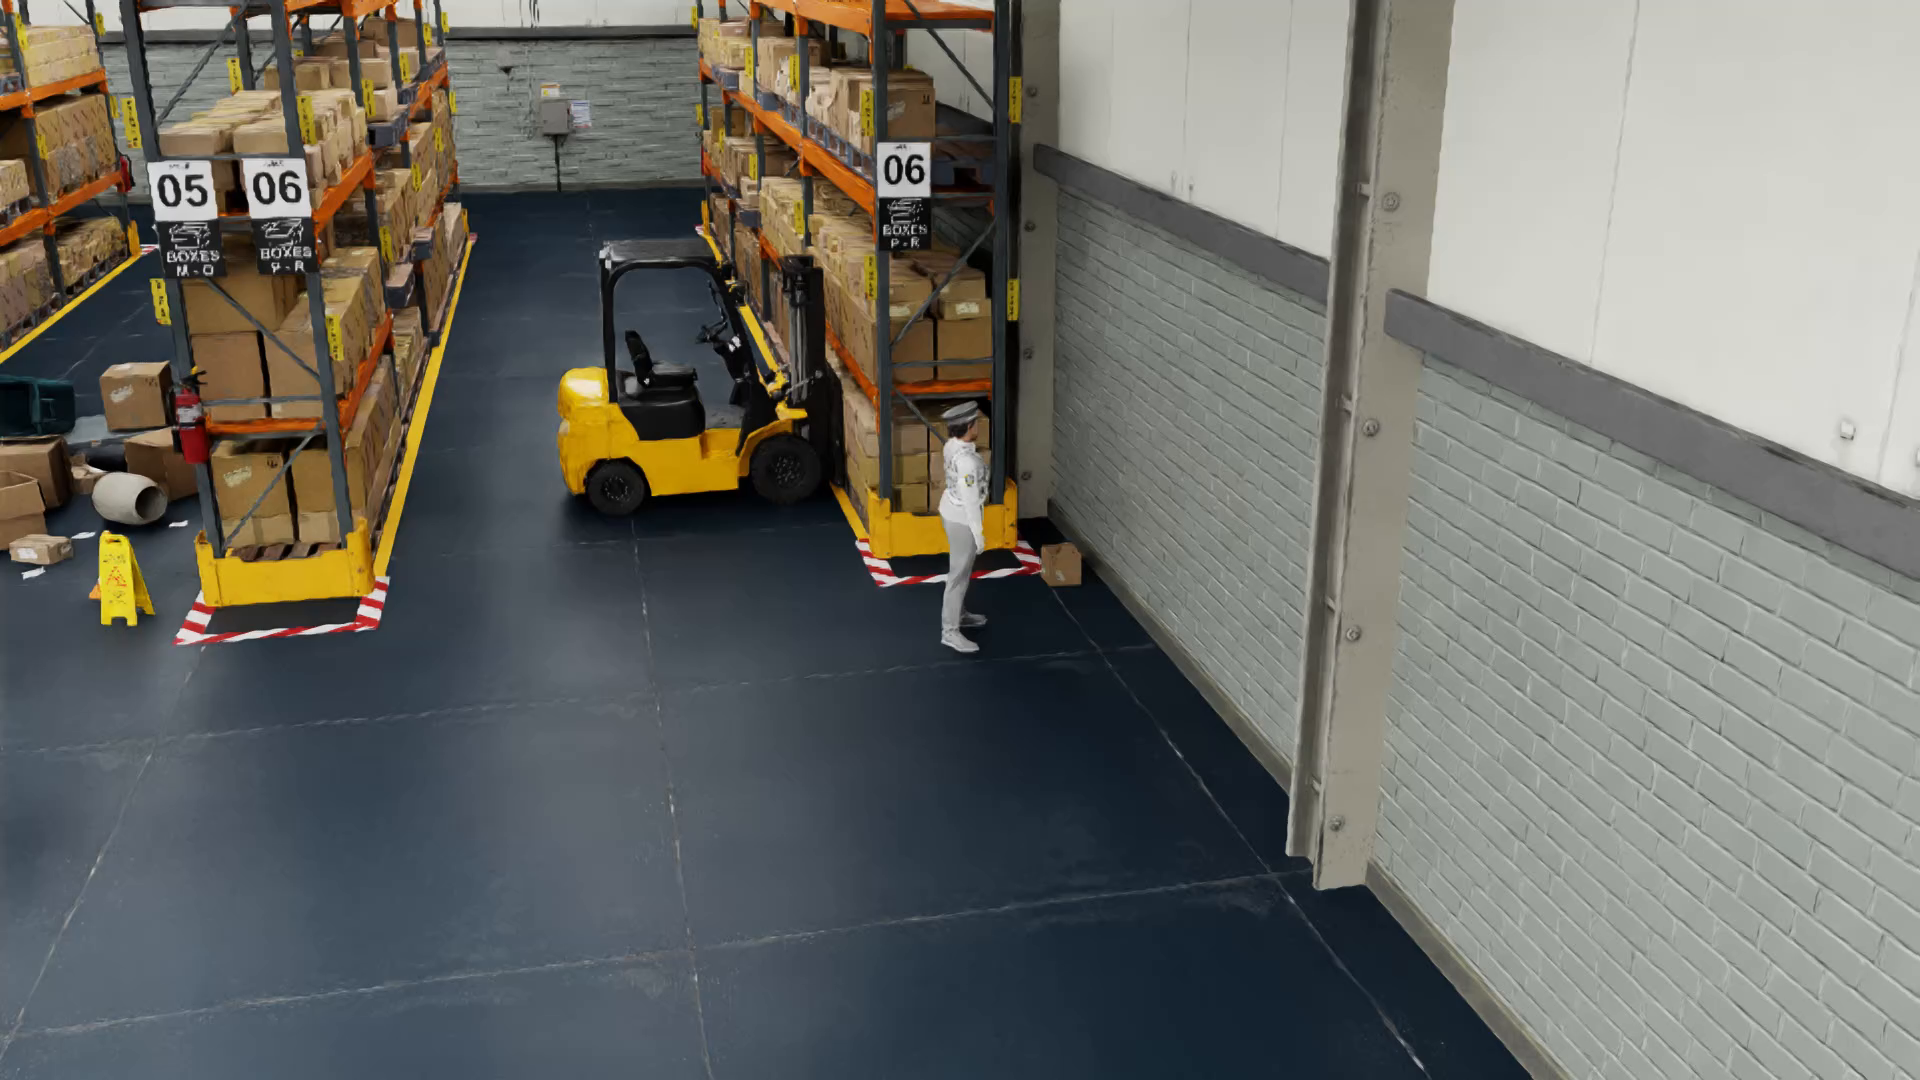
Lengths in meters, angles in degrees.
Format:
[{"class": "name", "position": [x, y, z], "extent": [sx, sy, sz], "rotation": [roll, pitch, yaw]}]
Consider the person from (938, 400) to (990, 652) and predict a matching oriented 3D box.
[{"class": "person", "position": [0.036, -0.122, 11.306], "extent": [0.389, 1.684, 0.597], "rotation": [-4, 20, -11]}]
